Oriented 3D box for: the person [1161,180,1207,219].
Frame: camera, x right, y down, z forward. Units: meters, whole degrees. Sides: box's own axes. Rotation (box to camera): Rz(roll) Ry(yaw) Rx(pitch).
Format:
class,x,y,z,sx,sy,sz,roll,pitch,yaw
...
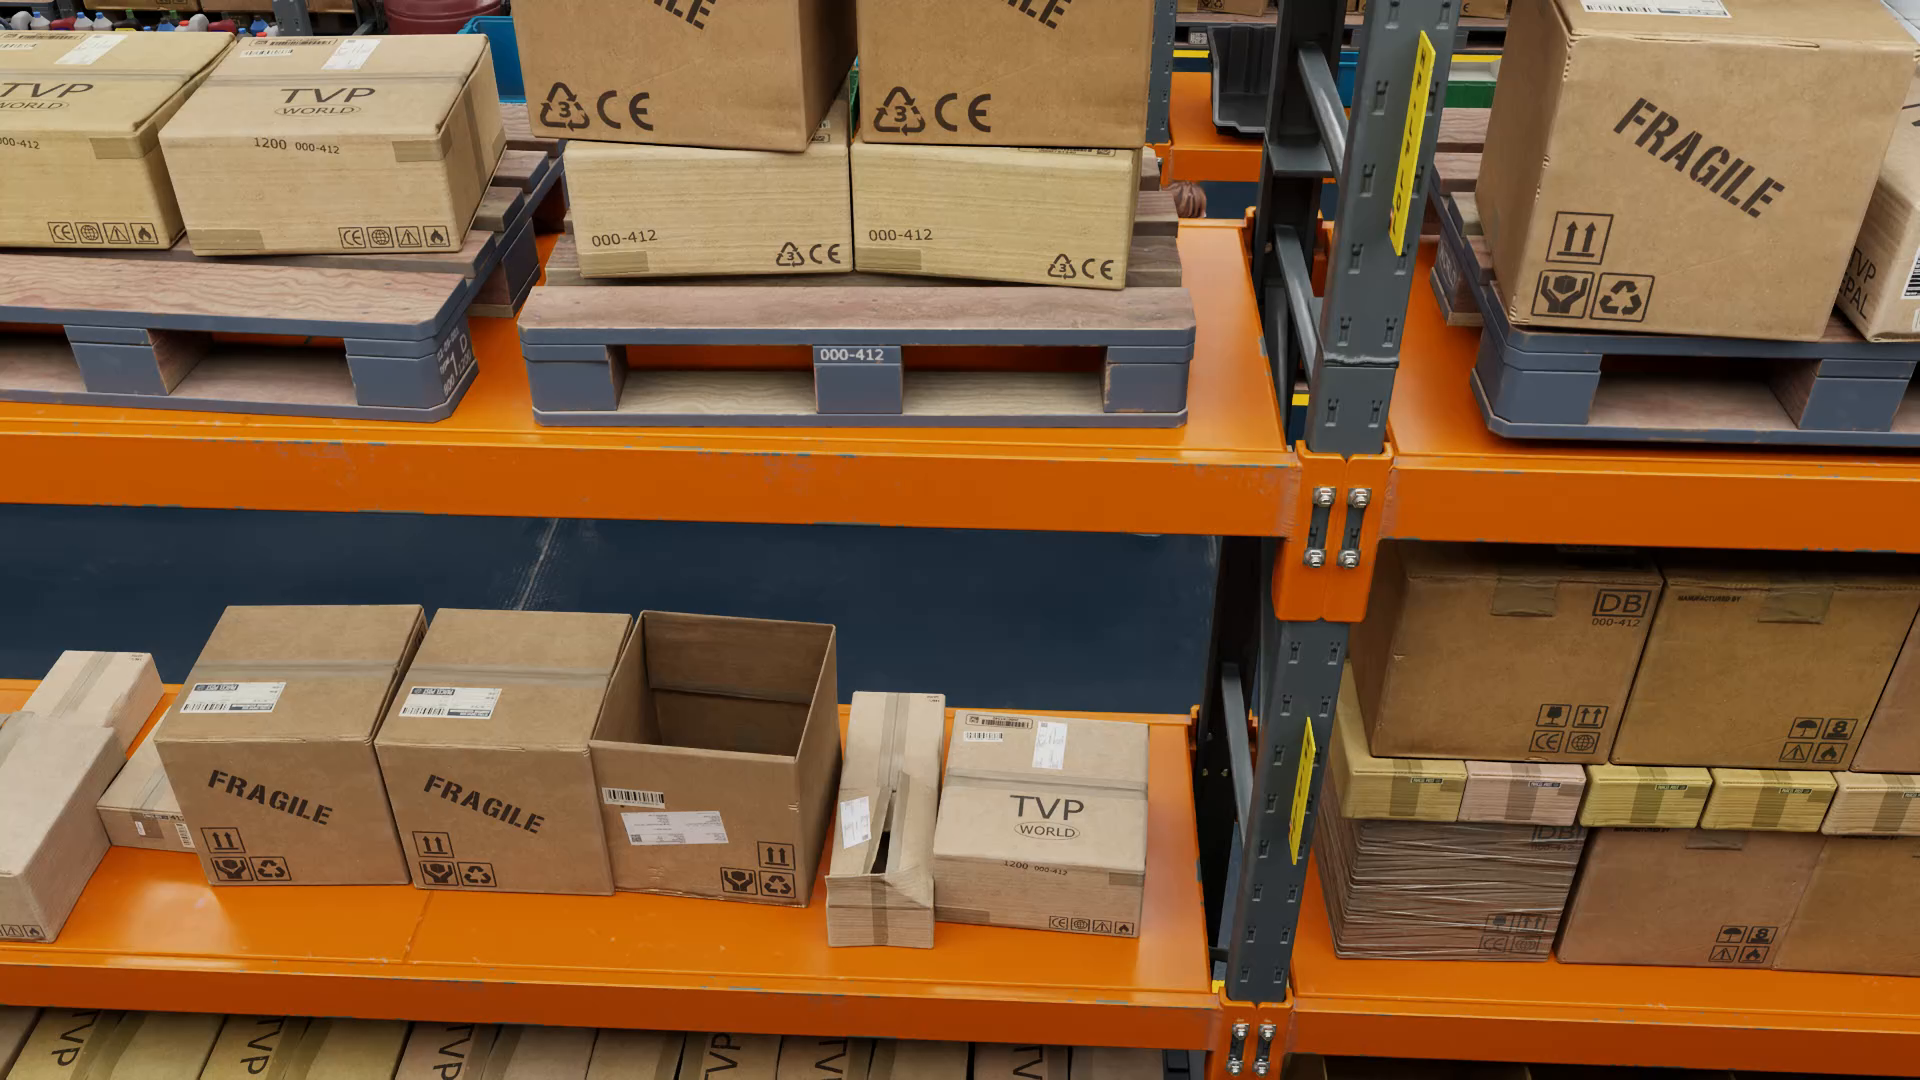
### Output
class,x,y,z,sx,sy,sz,roll,pitch,yaw
person,0.921,-0.826,7.289,0.307,1.596,0.406,2,36,3
